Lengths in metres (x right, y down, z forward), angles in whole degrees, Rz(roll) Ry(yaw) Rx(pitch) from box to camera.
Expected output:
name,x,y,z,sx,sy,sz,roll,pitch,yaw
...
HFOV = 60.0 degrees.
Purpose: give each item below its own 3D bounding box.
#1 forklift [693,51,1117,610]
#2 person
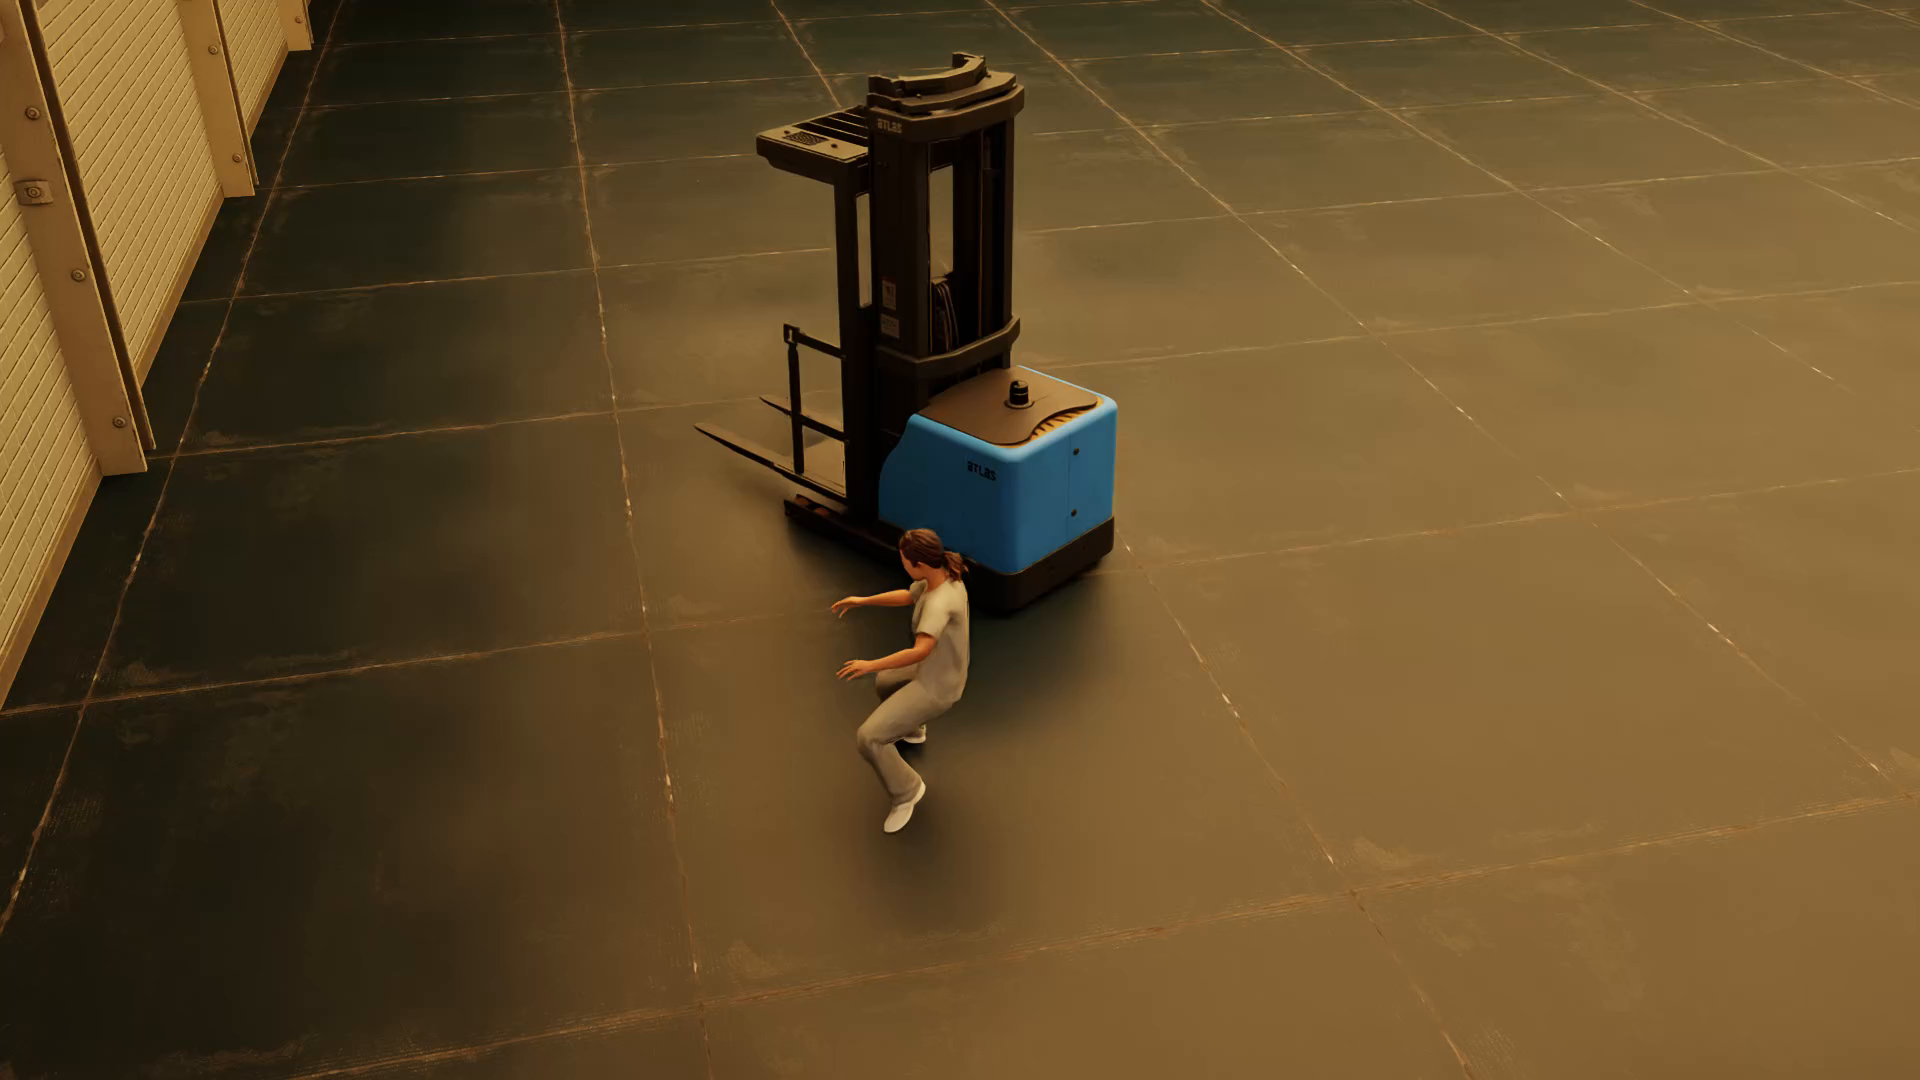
name,x,y,z,sx,sy,sz,roll,pitch,yaw
forklift,-0.488,-1.482,10.134,3.031,2.935,1.130,24,38,35
person,-0.299,0.605,7.990,0.694,1.466,0.913,3,30,5
